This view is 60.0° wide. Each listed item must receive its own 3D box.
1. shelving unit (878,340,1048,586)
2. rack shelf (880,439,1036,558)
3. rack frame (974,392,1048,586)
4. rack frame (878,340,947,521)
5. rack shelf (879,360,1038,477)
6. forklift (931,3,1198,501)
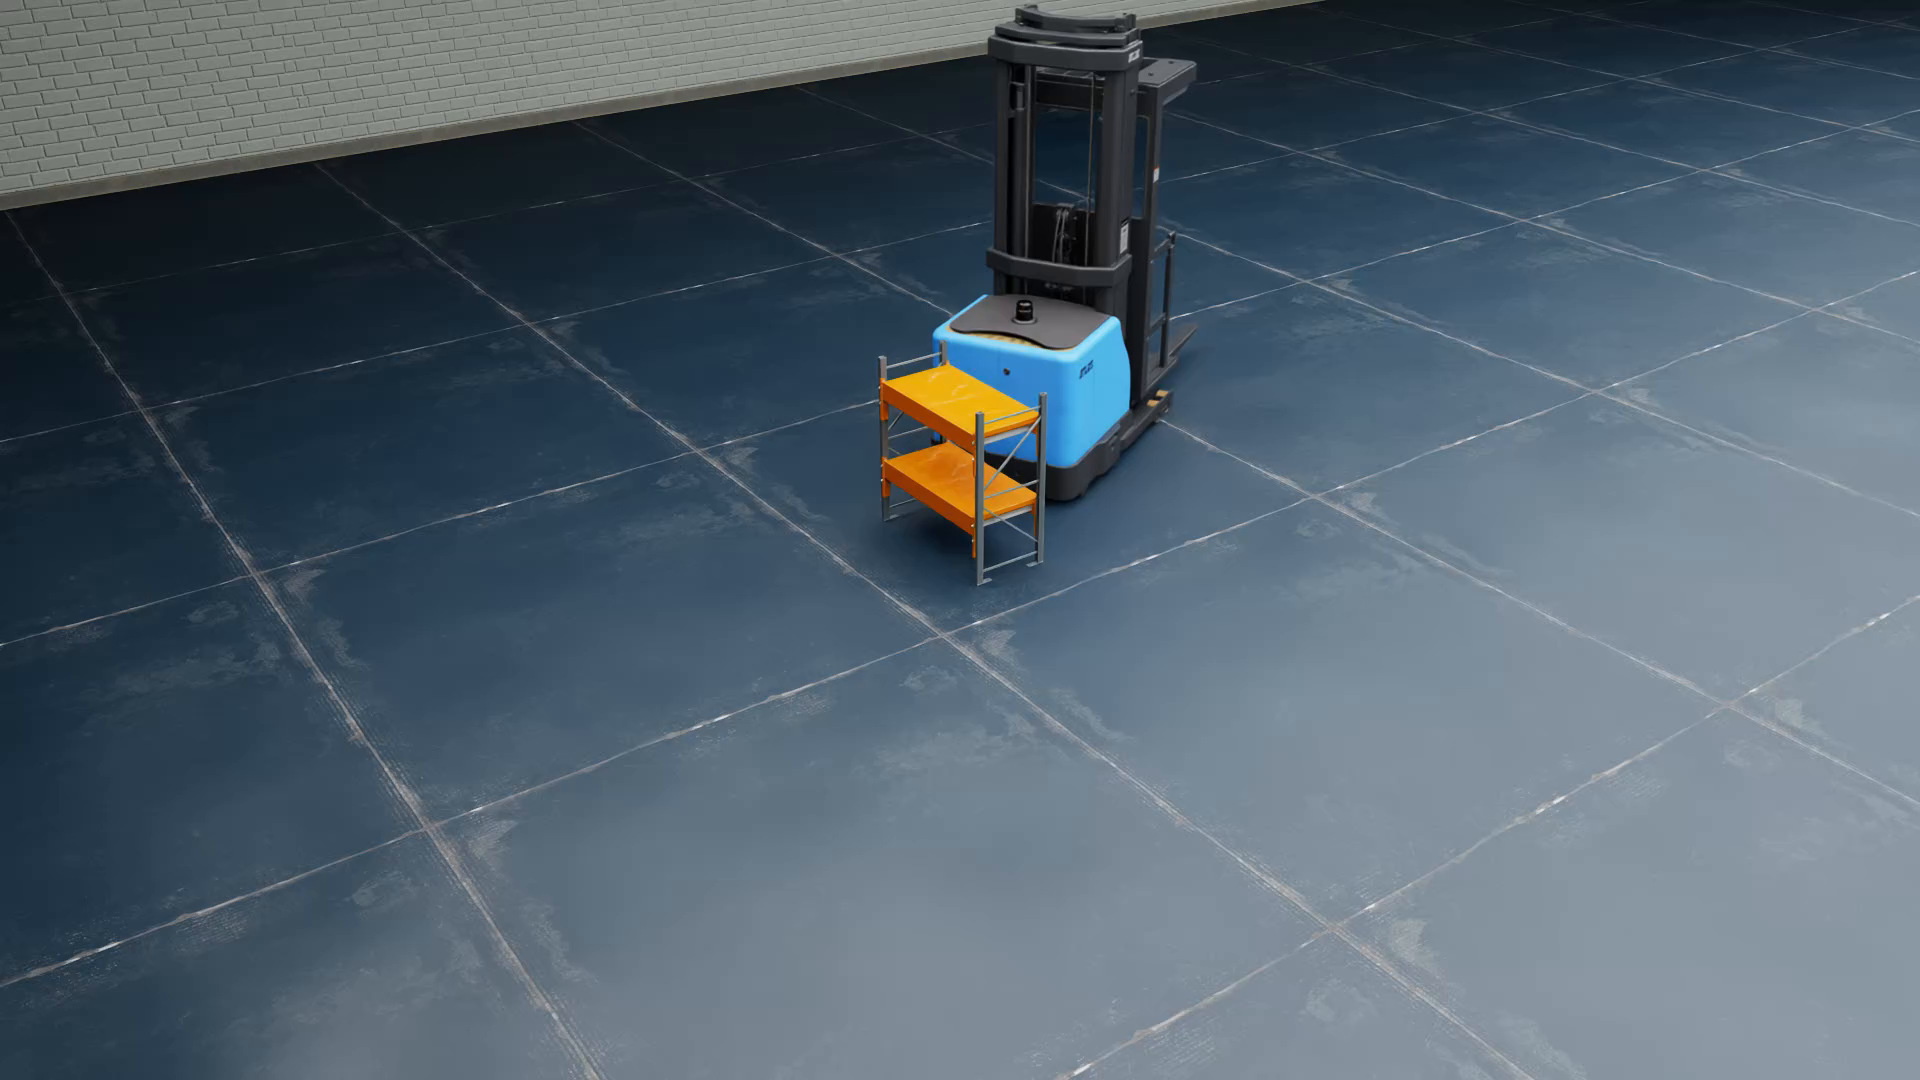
[{"bbox_3d":[0.004,-0.492,10.203,0.538,1.125,1.048,-19,34,-31],"label":"shelving unit"},{"bbox_3d":[0.004,-0.277,10.320,0.538,0.278,1.000,-19,34,-31],"label":"rack shelf"},{"bbox_3d":[0.299,-0.294,9.839,0.500,1.125,0.032,-19,34,-31],"label":"rack frame"},{"bbox_3d":[-0.291,-0.689,10.567,0.500,1.125,0.032,-19,34,-31],"label":"rack frame"},{"bbox_3d":[0.004,-0.749,10.064,0.538,0.278,1.000,-19,34,-31],"label":"rack shelf"},{"bbox_3d":[0.911,-2.220,11.494,1.130,2.935,3.031,13,31,23],"label":"forklift"}]
